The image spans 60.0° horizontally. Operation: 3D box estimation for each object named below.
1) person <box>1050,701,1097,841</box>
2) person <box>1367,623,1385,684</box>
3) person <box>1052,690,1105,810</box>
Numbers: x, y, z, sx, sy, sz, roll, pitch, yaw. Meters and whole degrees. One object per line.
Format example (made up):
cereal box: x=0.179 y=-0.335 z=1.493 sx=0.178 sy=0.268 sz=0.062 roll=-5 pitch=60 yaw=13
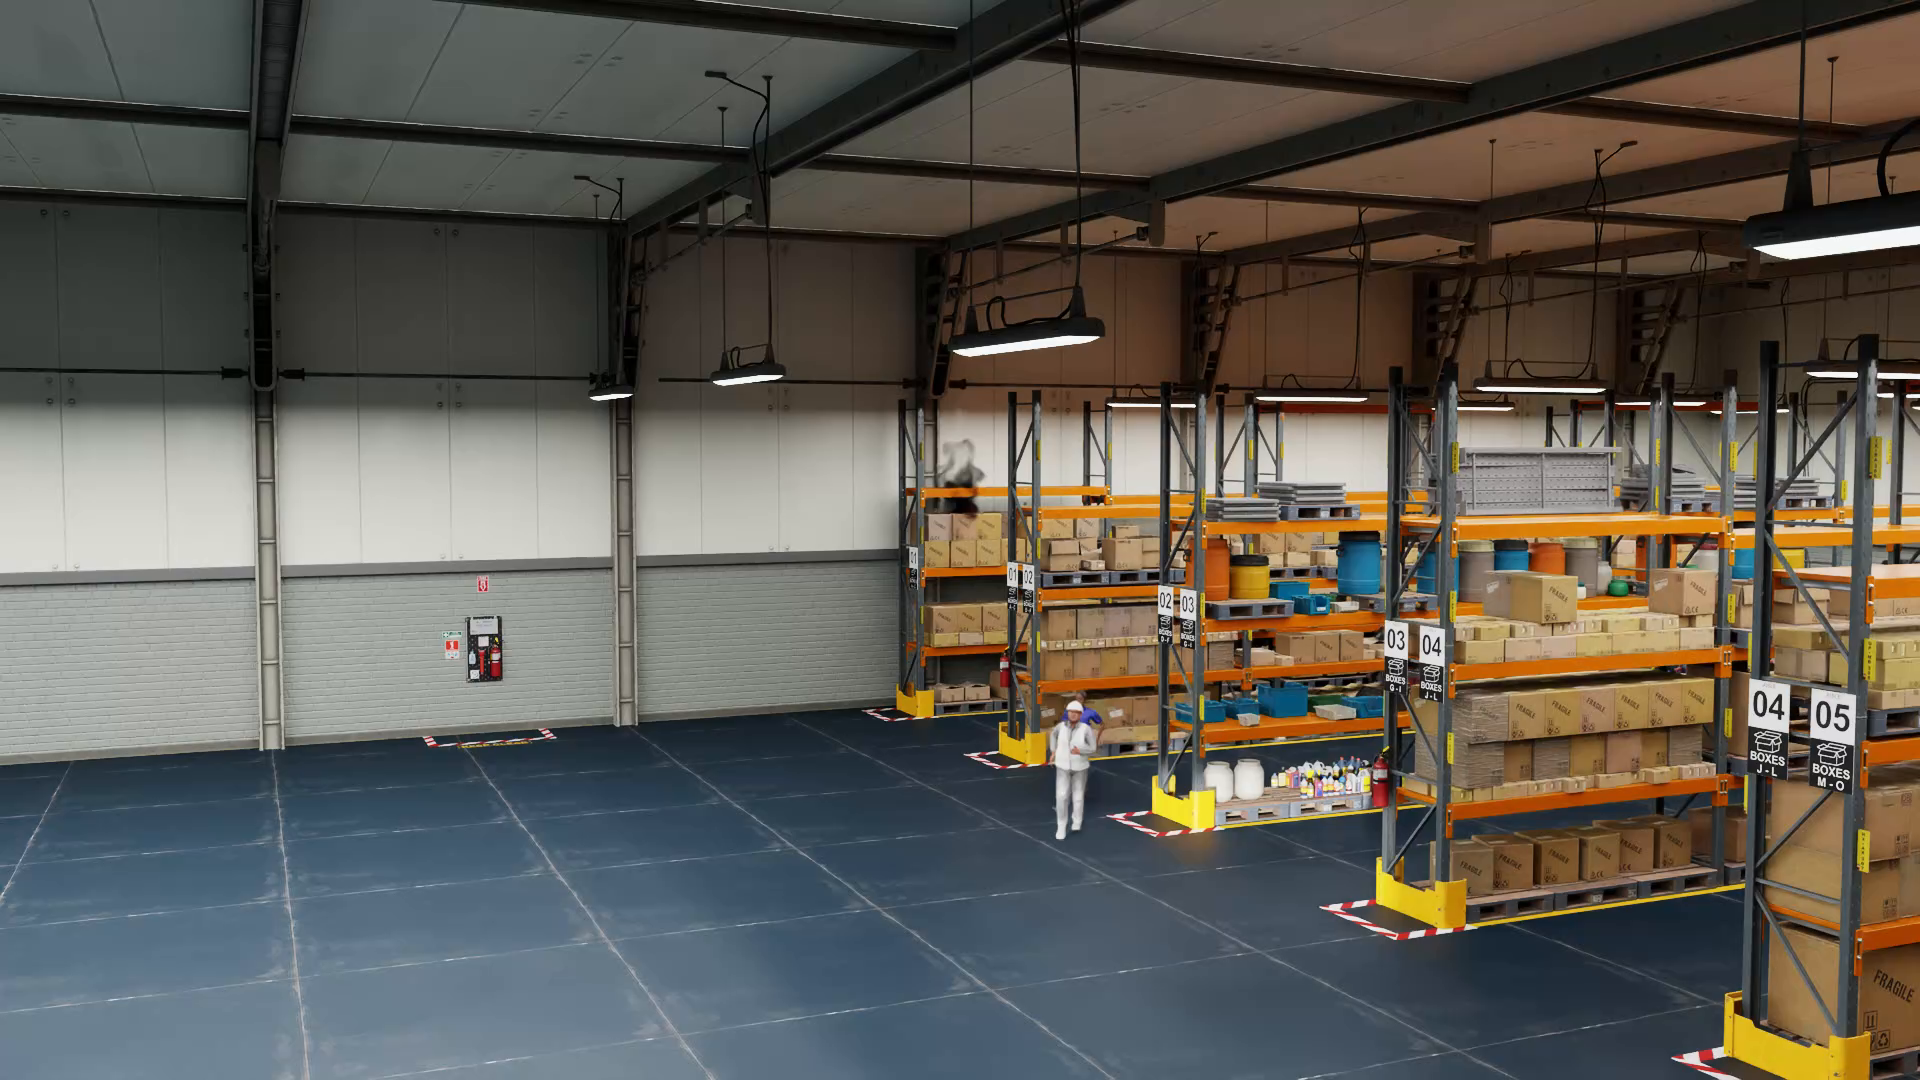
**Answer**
person: x=1.473 y=3.007 z=21.778 sx=0.641 sy=1.818 sz=0.725 roll=1 pitch=3 yaw=9
person: x=8.269 y=2.405 z=32.573 sx=0.727 sy=1.783 sz=0.641 roll=-2 pitch=4 yaw=-28
person: x=1.696 y=2.996 z=23.623 sx=0.613 sy=1.589 sz=0.891 roll=2 pitch=4 yaw=36
